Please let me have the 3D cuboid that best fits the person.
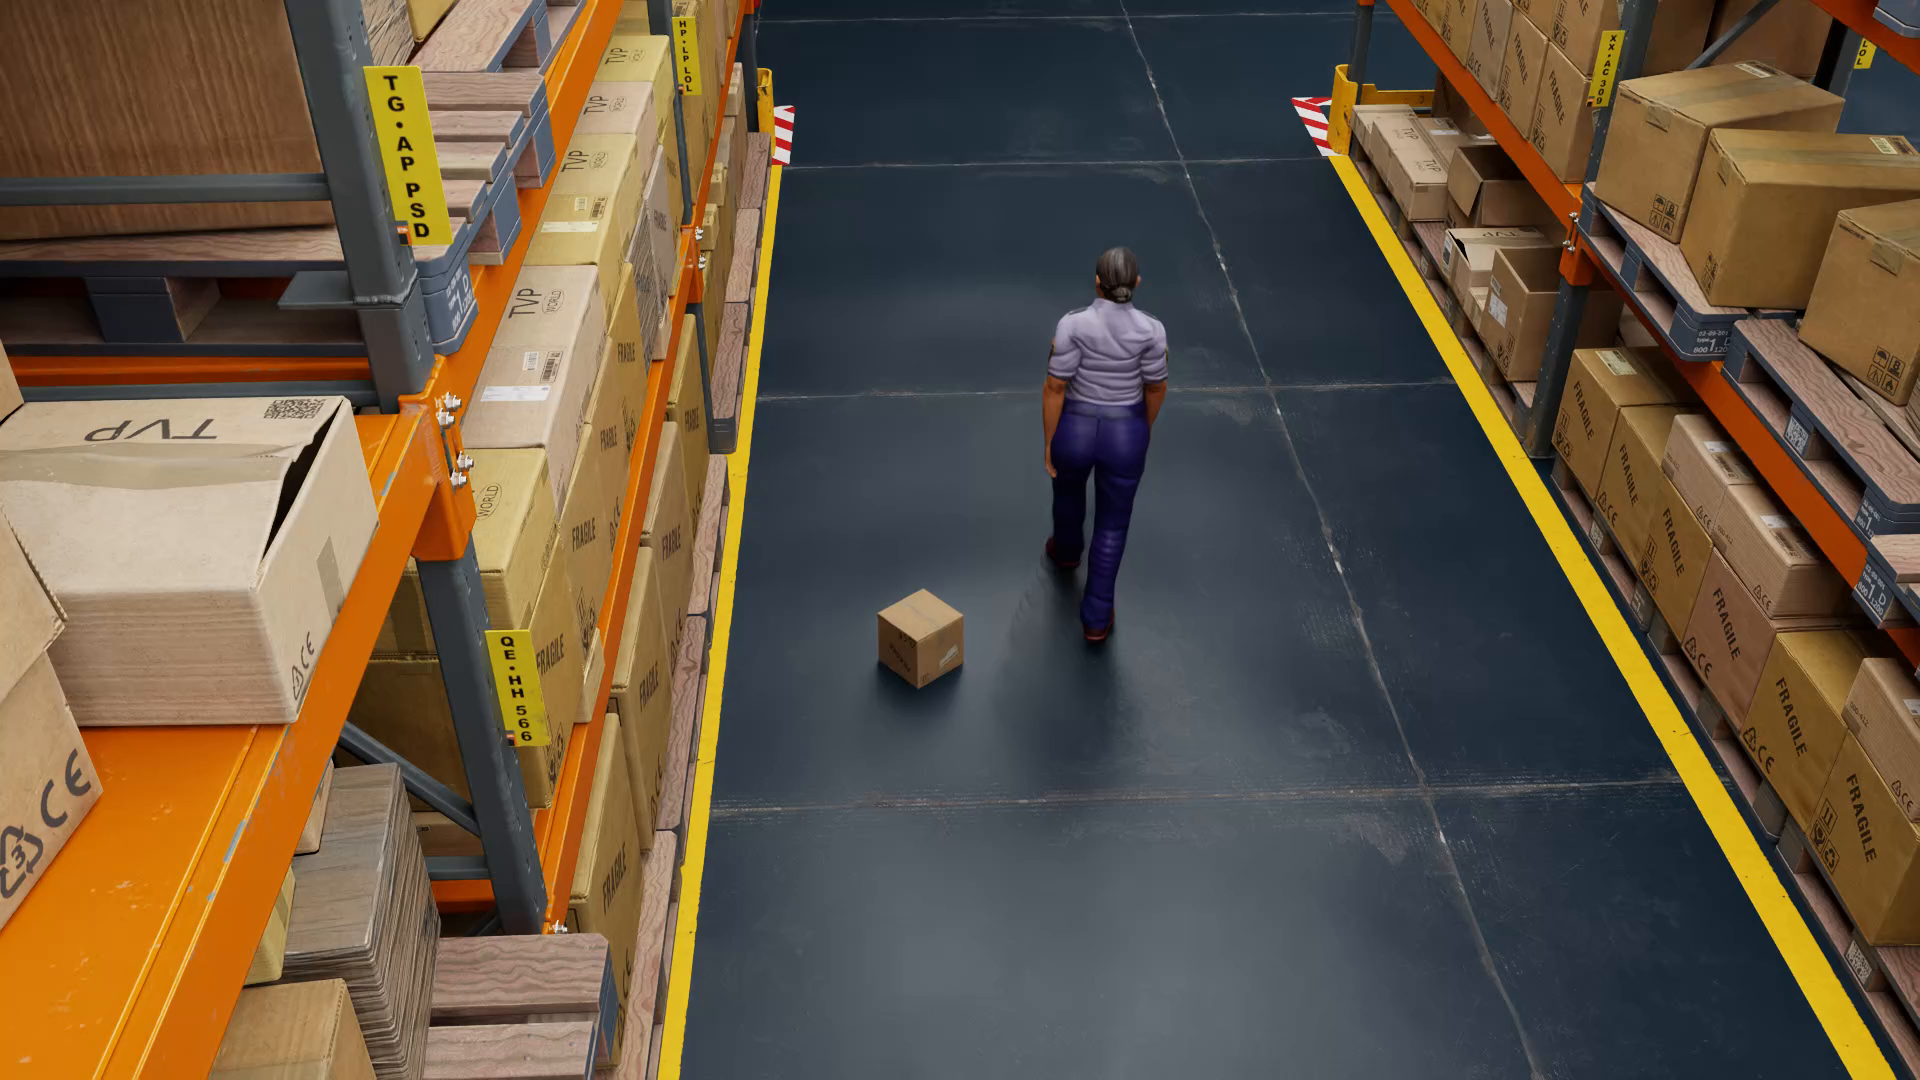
[{"bbox_3d":[0.577,-0.423,6.757,0.494,1.640,0.783,6,36,8],"label":"person"}]
